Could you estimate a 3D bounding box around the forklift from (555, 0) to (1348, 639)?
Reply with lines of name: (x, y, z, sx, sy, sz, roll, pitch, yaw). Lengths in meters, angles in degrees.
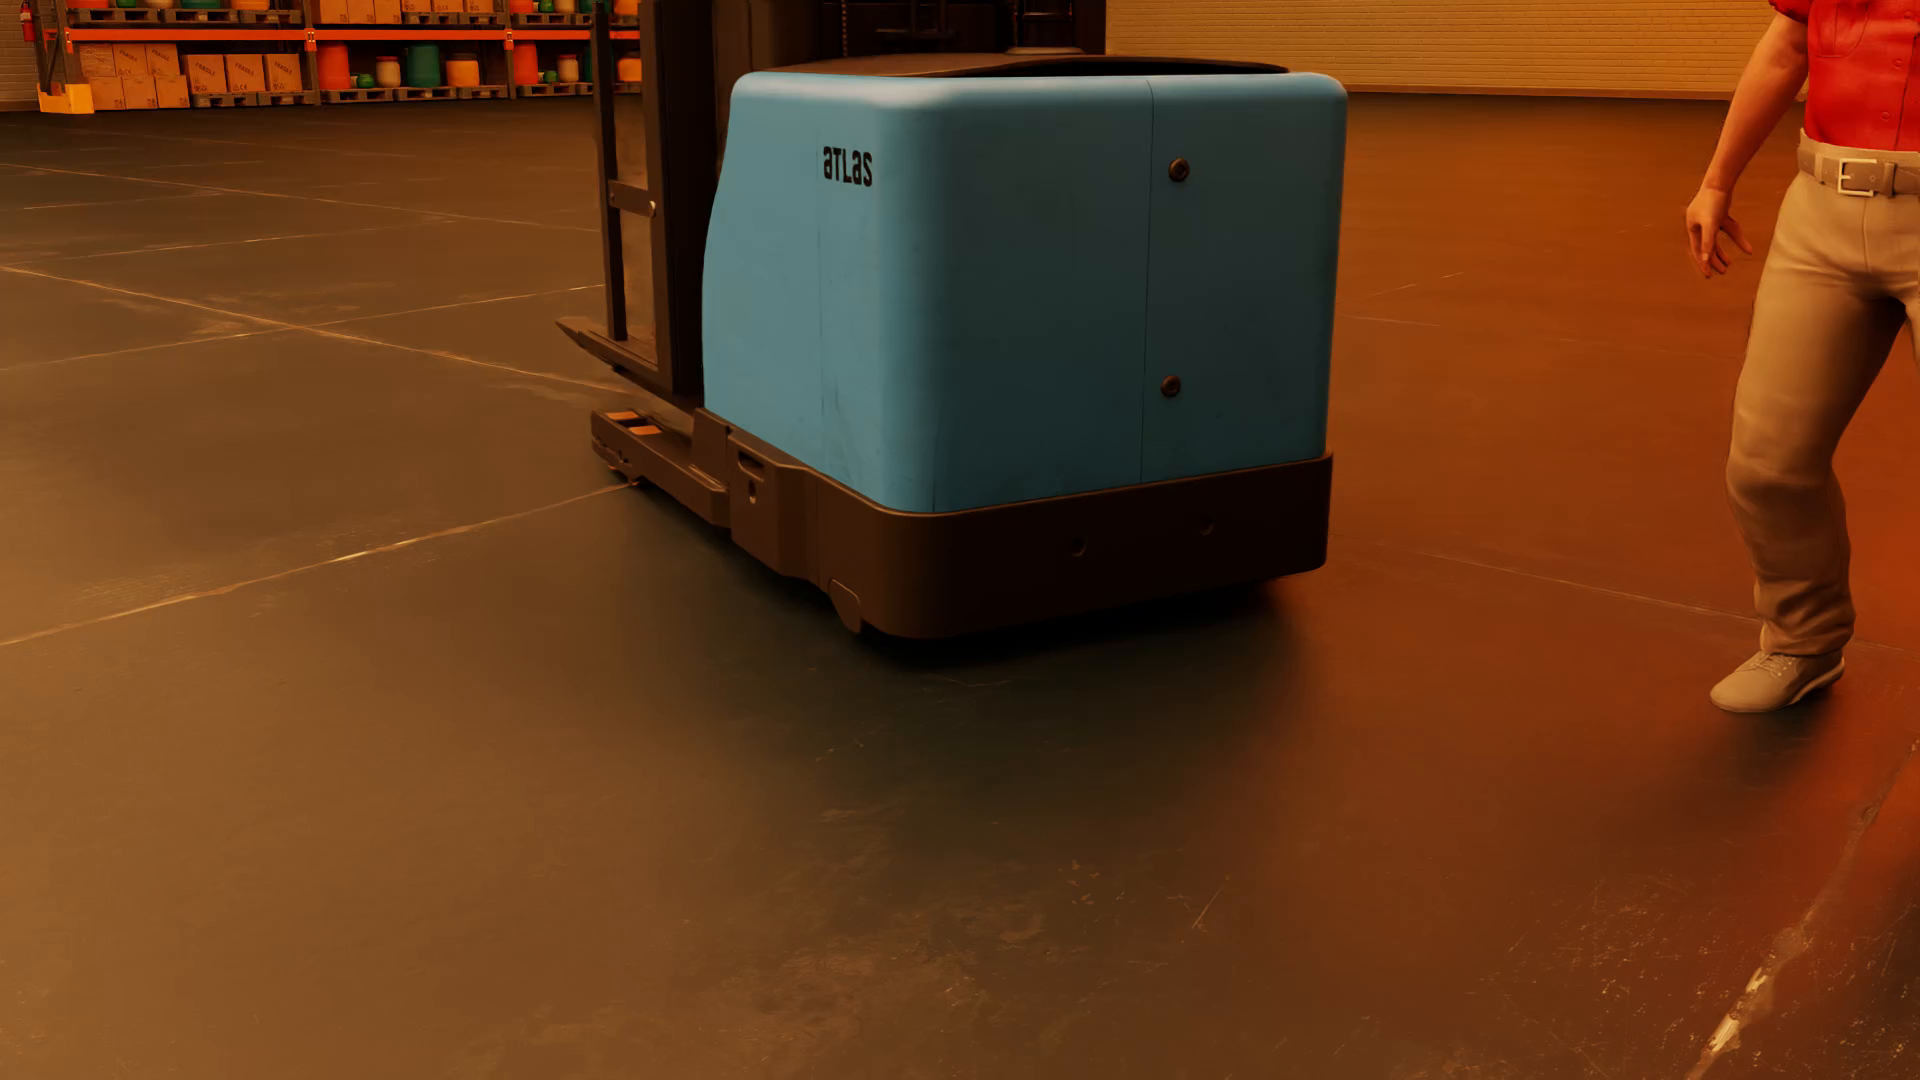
forklift: (-0.359, -1.597, 4.157, 1.130, 2.935, 3.031, -9, 19, -27)

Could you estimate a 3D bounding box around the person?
person: (1.541, -0.467, 2.640, 0.425, 1.704, 0.879, -12, 20, -34)
